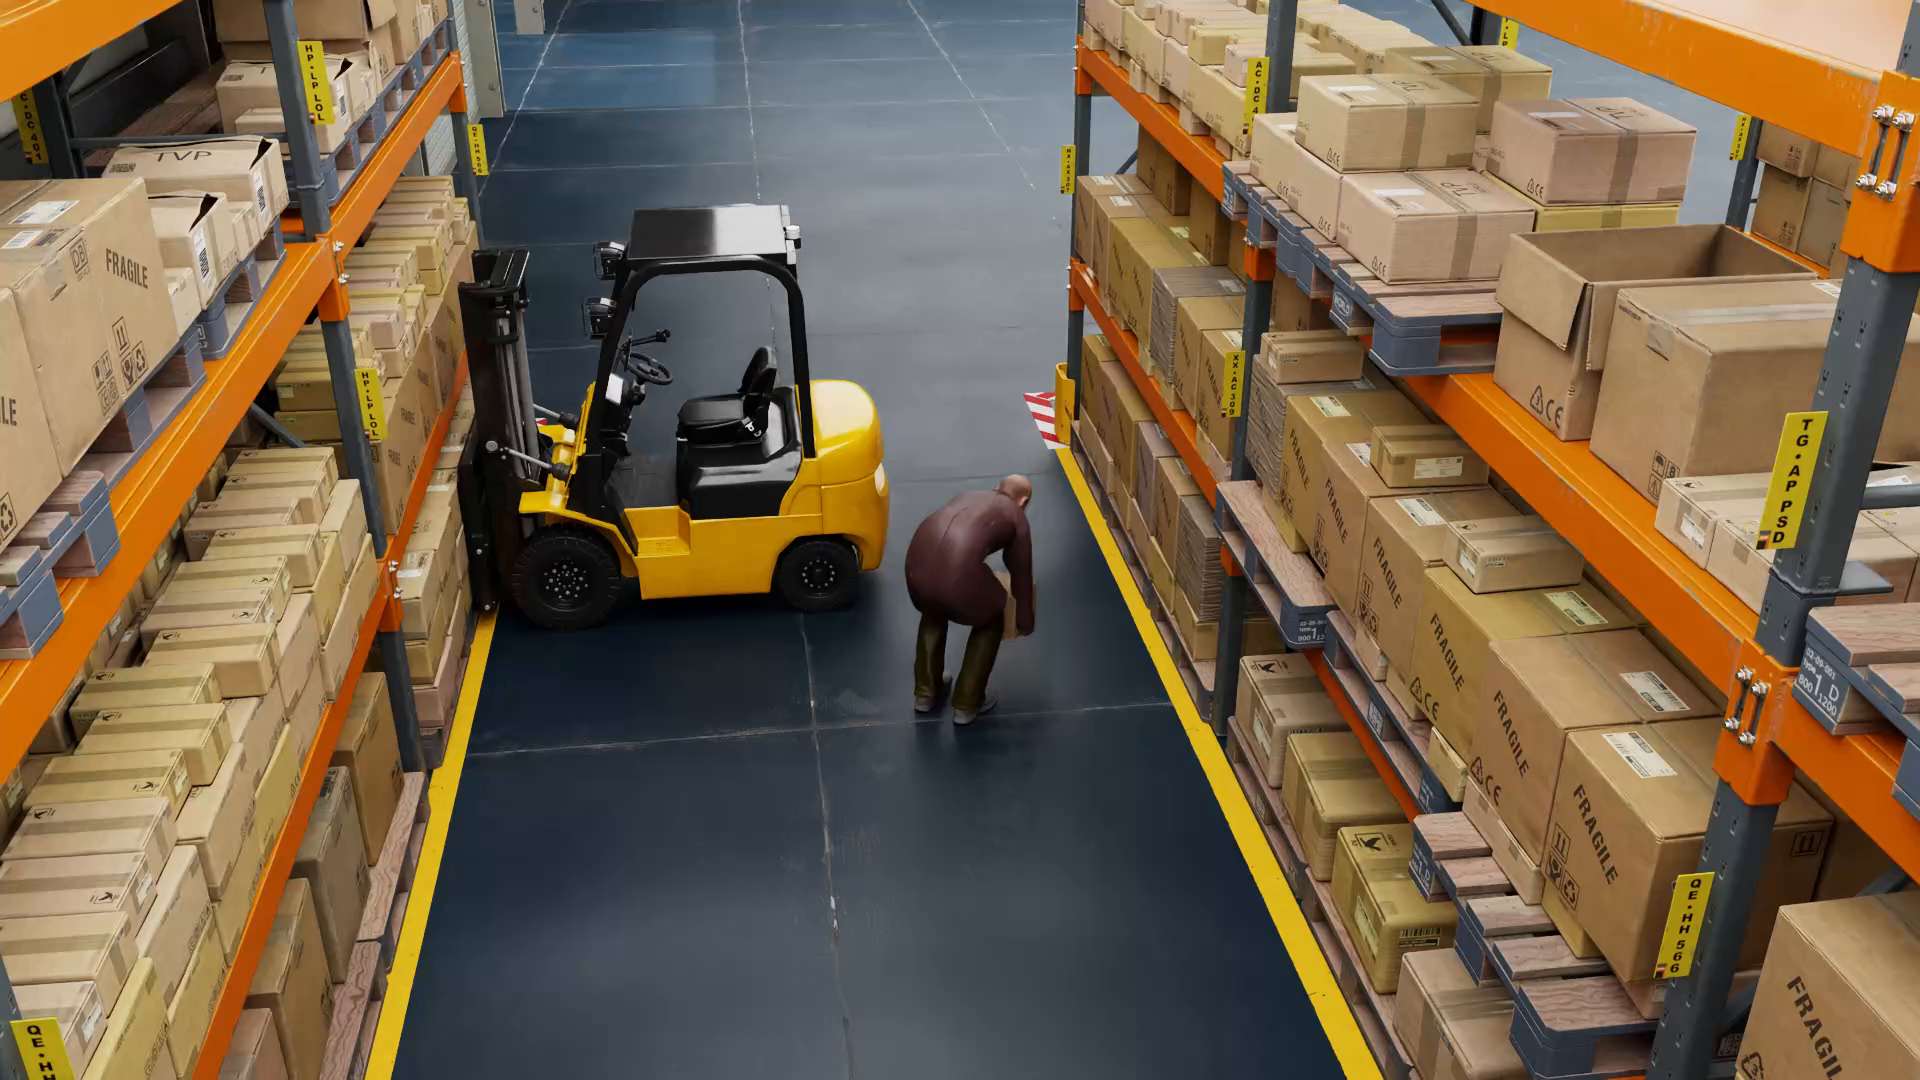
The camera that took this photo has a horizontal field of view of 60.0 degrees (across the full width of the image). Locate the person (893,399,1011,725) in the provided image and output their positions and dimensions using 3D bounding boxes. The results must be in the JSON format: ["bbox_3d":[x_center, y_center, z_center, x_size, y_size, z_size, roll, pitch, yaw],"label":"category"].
[{"bbox_3d":[-0.006,0.093,8.545,0.529,1.691,0.563,15,31,27],"label":"person"}]
